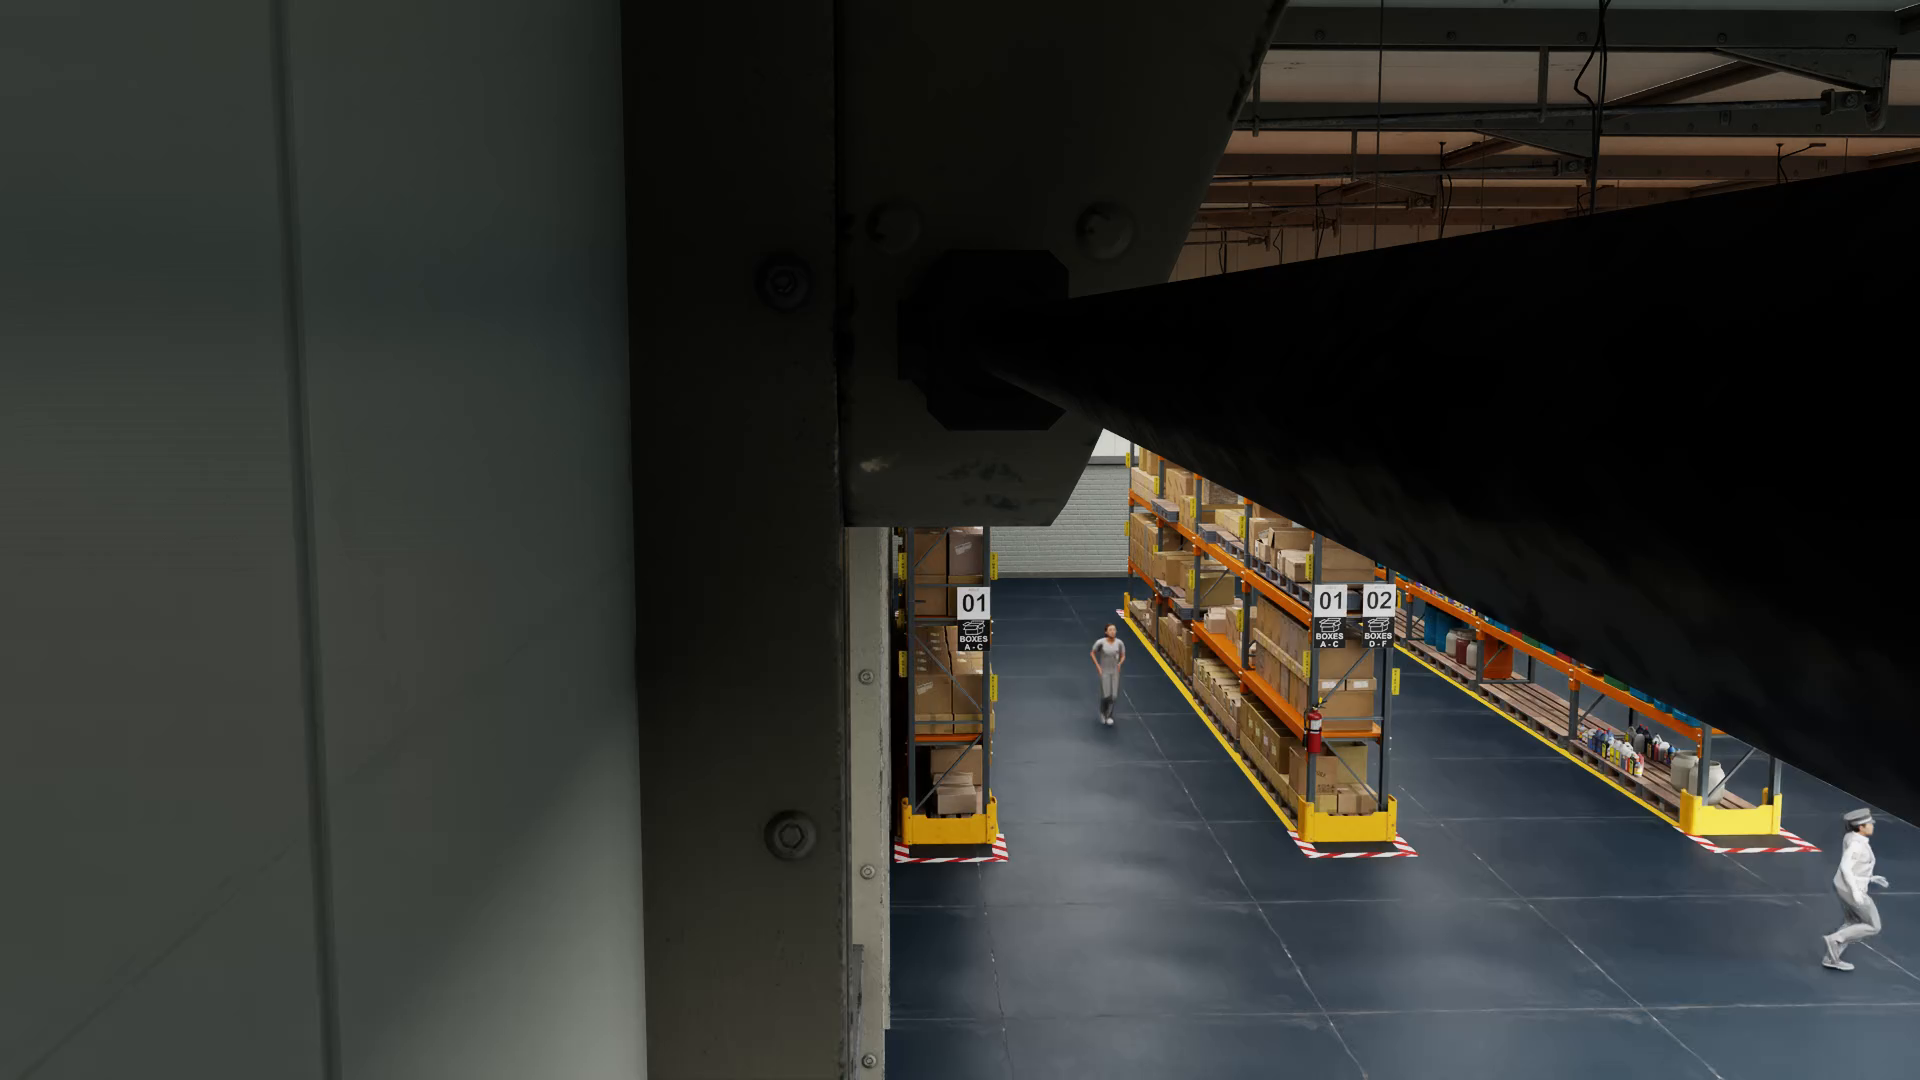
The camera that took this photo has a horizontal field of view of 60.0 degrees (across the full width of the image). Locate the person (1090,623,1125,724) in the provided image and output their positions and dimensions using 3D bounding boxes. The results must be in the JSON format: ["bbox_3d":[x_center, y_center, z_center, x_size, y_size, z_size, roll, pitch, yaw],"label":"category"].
[{"bbox_3d":[2.379,2.135,26.450,0.545,1.643,0.514,-1,7,-9],"label":"person"}]

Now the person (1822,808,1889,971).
[{"bbox_3d":[8.820,3.437,16.332,0.575,1.643,0.594,2,8,18],"label":"person"}]
